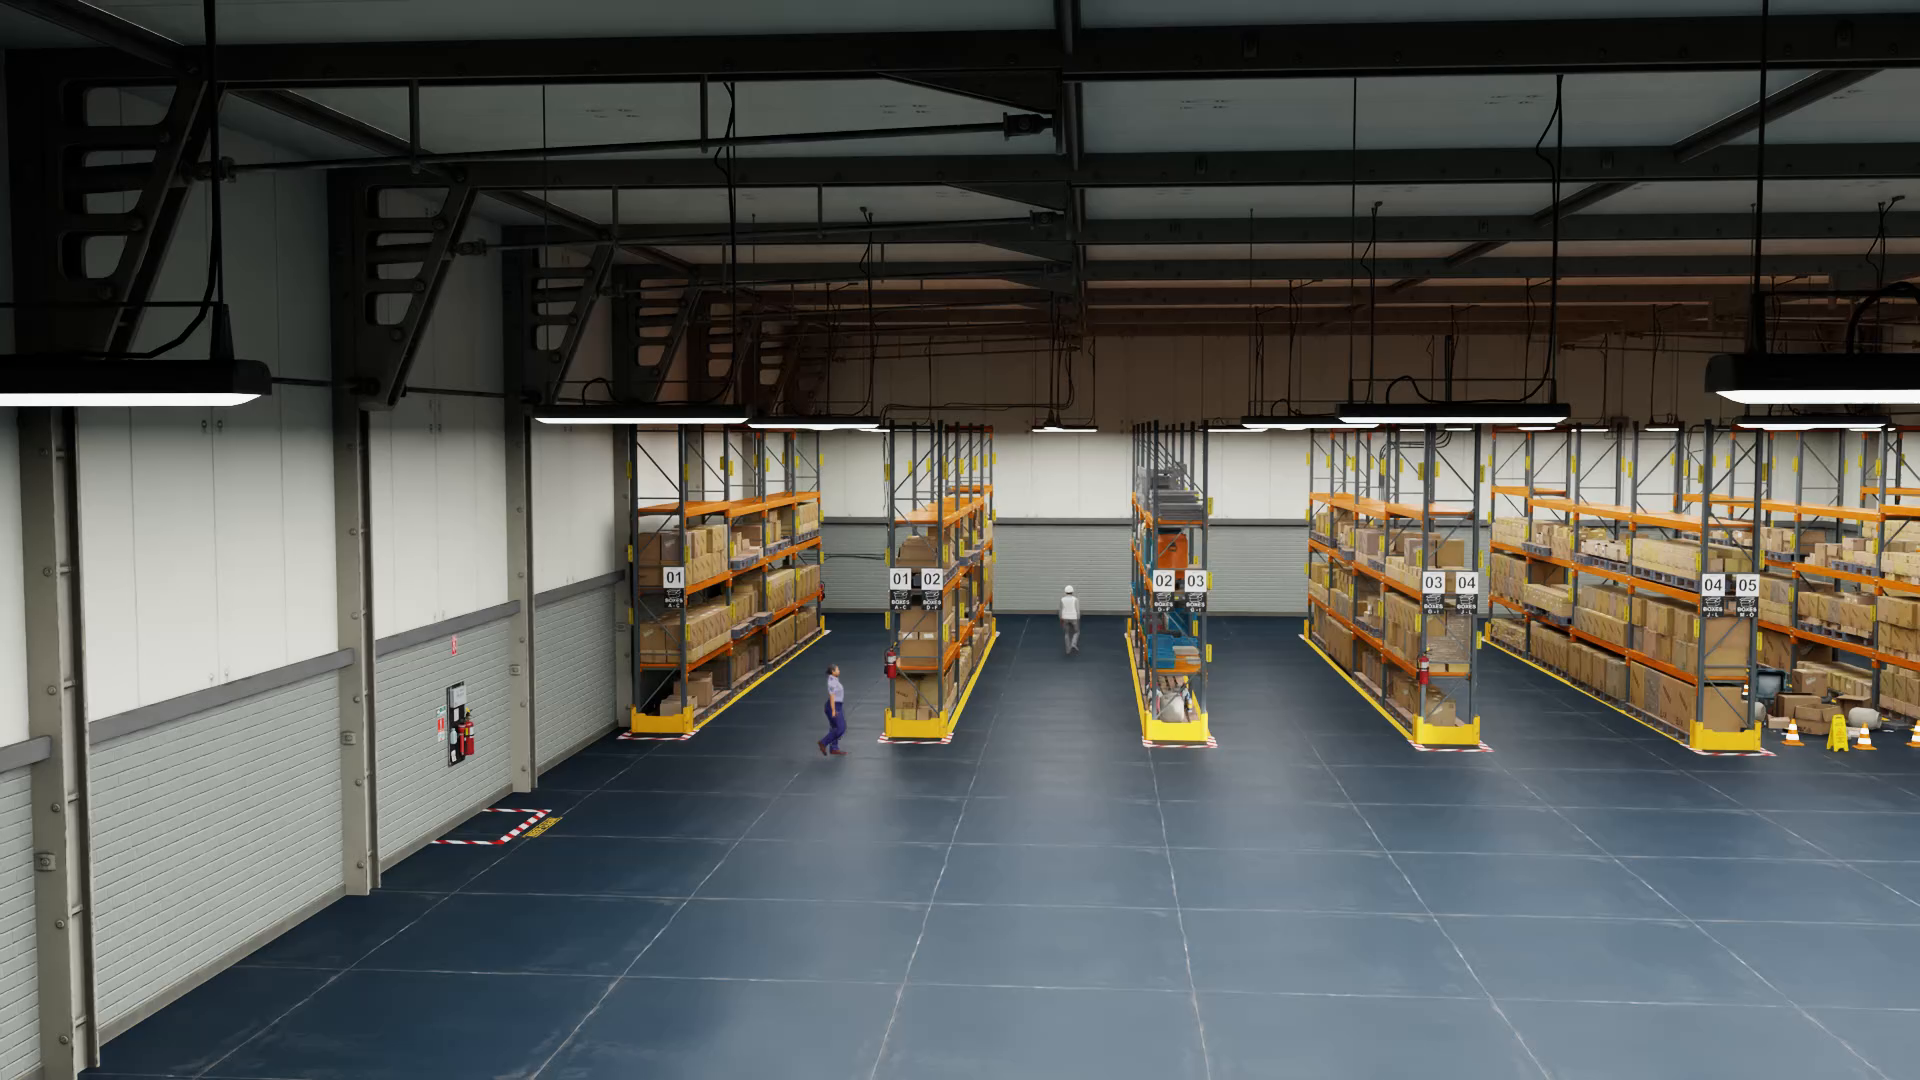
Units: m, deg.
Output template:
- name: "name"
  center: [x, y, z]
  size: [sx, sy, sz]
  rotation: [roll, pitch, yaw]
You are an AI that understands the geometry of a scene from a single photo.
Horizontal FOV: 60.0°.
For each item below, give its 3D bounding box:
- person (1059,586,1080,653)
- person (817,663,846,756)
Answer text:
- name: "person"
  center: [2.875, 2.086, 43.567]
  size: [0.571, 1.771, 0.506]
  rotation: [1, 4, 12]
- name: "person"
  center: [-2.270, 3.015, 29.551]
  size: [0.498, 1.640, 0.522]
  rotation: [0, 4, -7]
